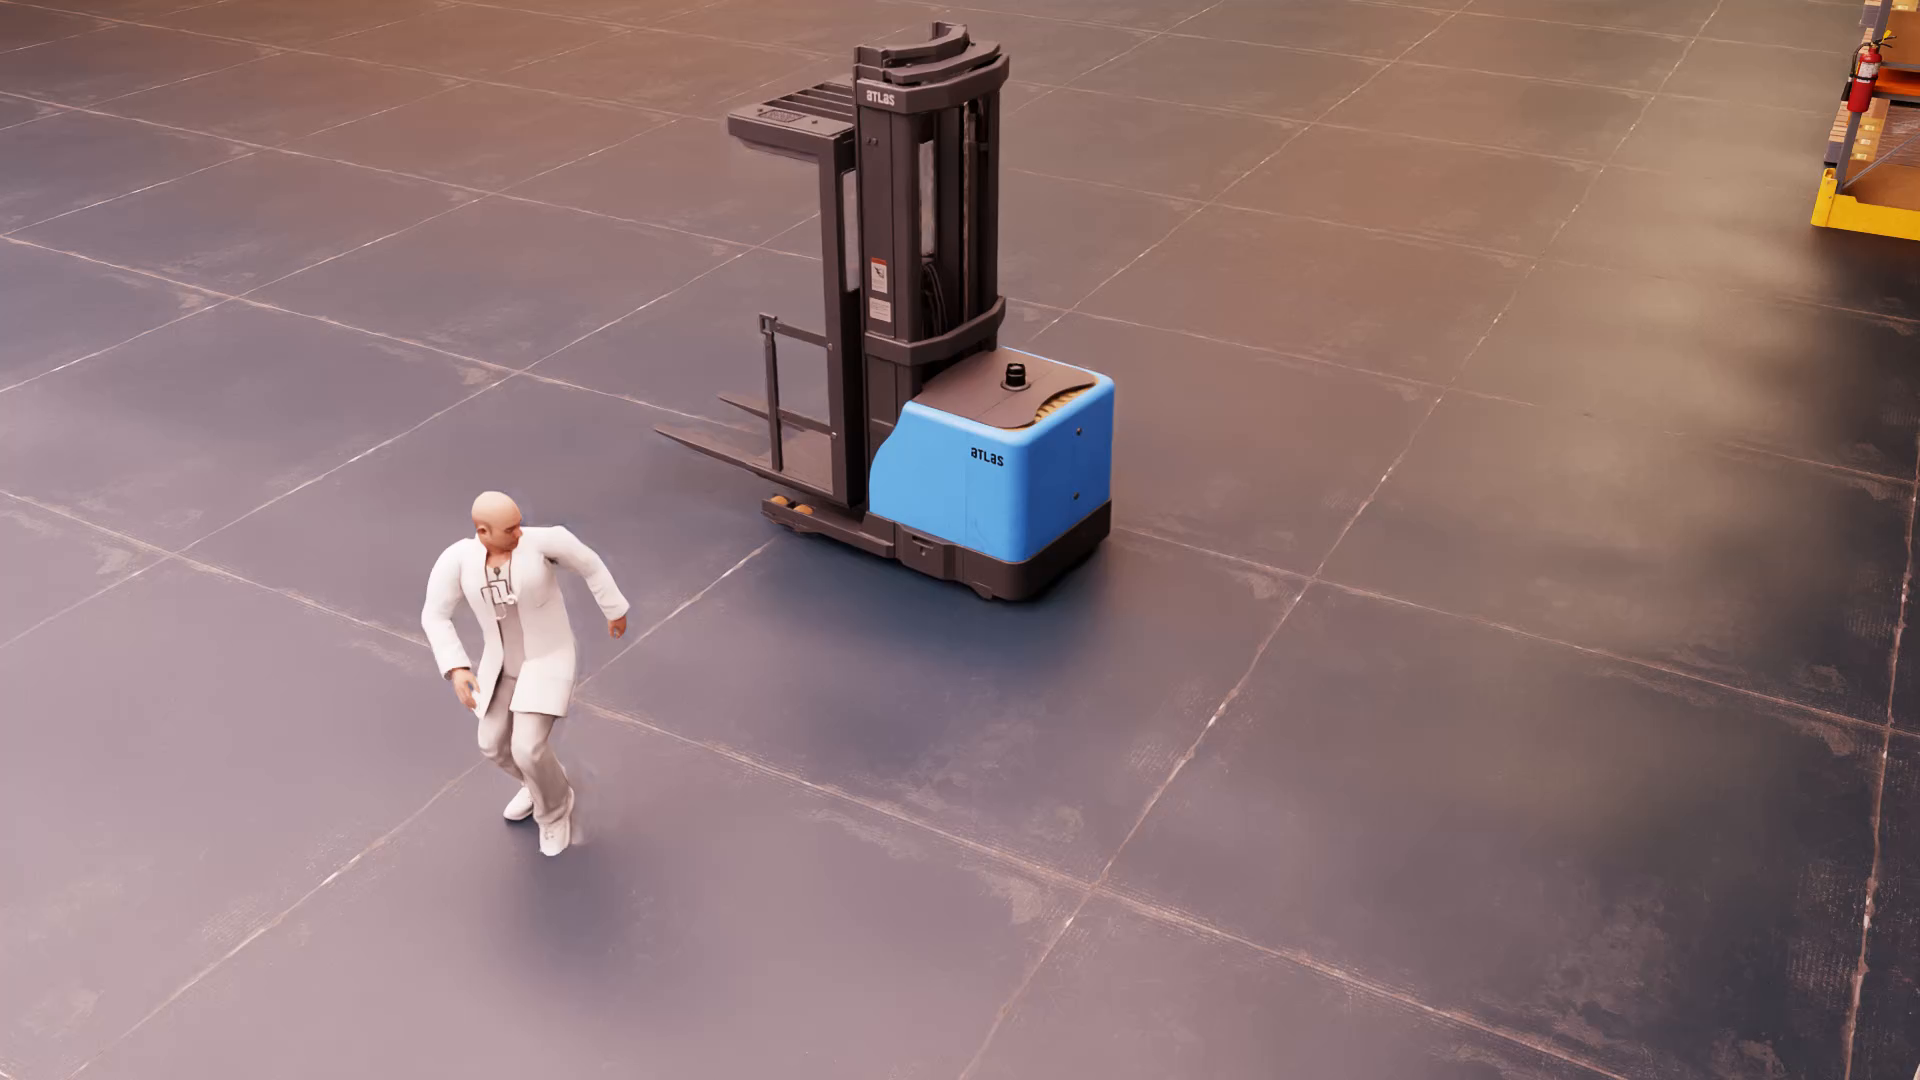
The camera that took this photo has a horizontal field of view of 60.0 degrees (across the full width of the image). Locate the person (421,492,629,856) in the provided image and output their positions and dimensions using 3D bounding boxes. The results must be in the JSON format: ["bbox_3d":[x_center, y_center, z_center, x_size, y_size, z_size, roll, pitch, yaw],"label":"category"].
[{"bbox_3d":[-1.926,0.561,7.378,0.728,1.763,0.799,8,31,13],"label":"person"}]

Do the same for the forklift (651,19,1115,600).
[{"bbox_3d":[-0.592,-1.505,9.678,3.031,2.935,1.130,20,35,31],"label":"forklift"}]
